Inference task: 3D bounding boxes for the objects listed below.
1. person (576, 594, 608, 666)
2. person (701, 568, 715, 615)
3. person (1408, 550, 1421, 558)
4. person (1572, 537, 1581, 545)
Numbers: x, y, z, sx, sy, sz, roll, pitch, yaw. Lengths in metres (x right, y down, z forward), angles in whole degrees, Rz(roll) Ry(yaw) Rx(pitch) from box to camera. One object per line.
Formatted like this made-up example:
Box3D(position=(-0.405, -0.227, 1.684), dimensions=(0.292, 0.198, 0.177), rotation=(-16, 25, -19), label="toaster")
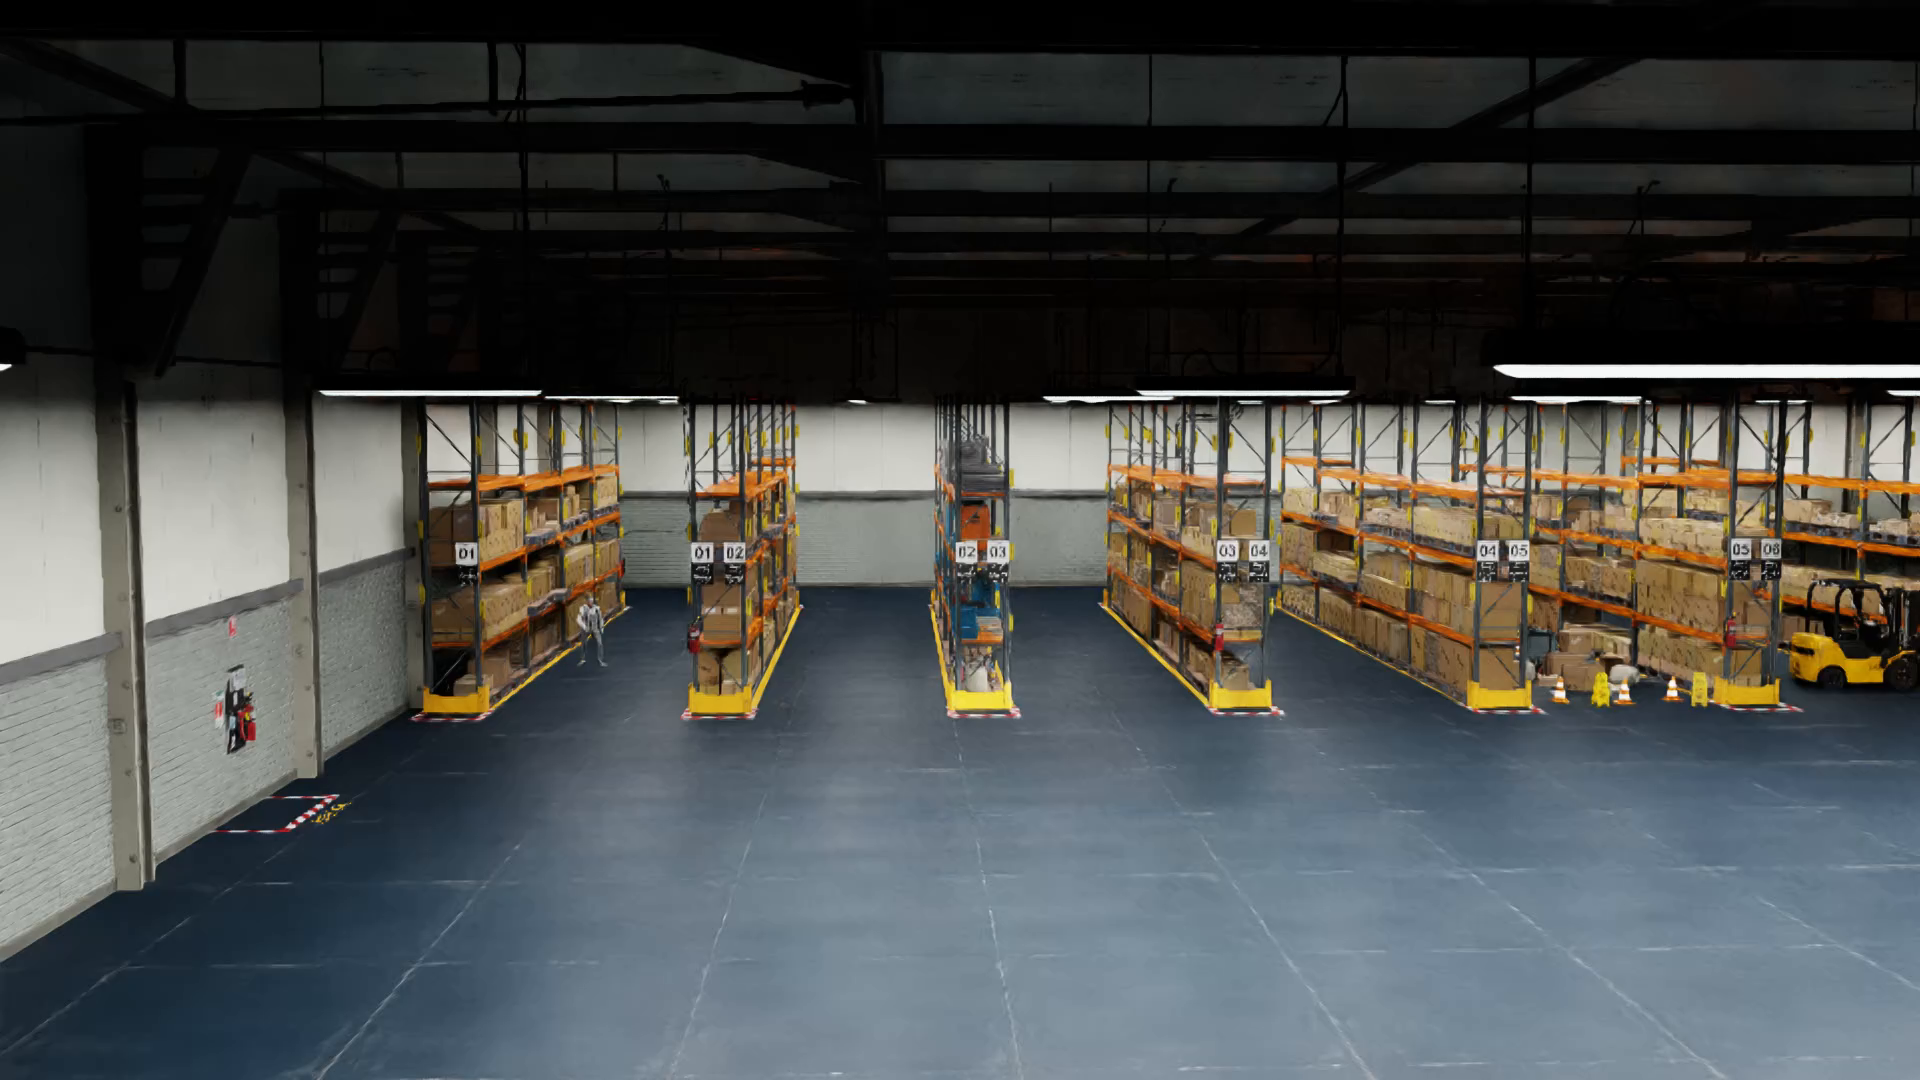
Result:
Box3D(position=(-8.165, 1.973, 36.750), dimensions=(0.638, 1.595, 0.814), rotation=(-2, 5, -19), label="person")
Box3D(position=(-6.892, 1.259, 45.736), dimensions=(0.446, 1.572, 1.110), rotation=(0, 5, -4), label="person")
Box3D(position=(14.295, 0.762, 52.226), dimensions=(0.470, 1.574, 0.506), rotation=(3, 6, 36), label="person")
Box3D(position=(19.008, 0.763, 51.131), dimensions=(0.606, 1.743, 0.579), rotation=(-4, 6, -43), label="person")
